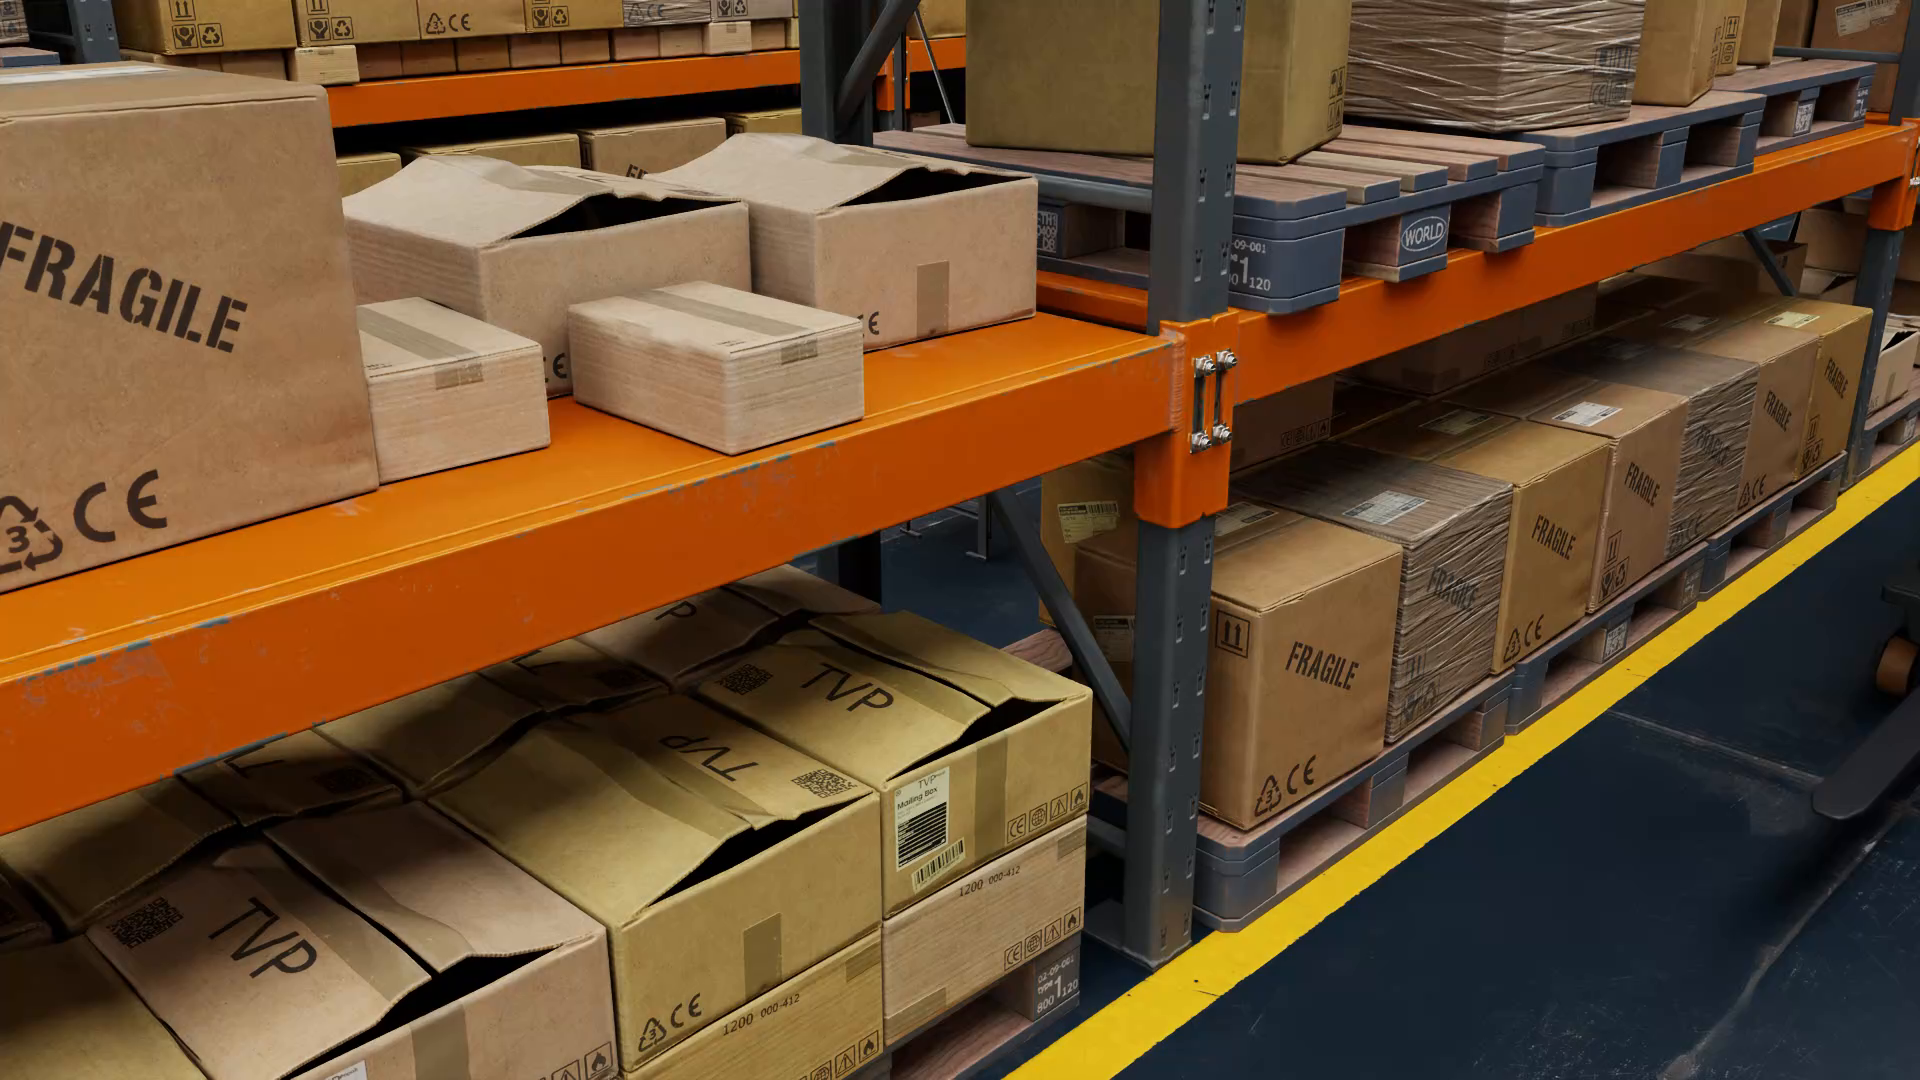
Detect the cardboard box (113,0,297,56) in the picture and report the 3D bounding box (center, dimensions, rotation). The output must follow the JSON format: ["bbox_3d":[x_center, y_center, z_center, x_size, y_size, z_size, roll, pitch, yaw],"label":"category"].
[{"bbox_3d":[-2.957,-2.170,6.458,0.500,0.500,0.500,-19,28,-40],"label":"cardboard box"}]

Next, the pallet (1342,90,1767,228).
[{"bbox_3d":[1.426,-1.087,4.490,1.003,0.211,1.213,19,28,41],"label":"pallet"}]

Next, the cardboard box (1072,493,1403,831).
[{"bbox_3d":[0.595,0.240,3.640,0.500,0.500,0.500,-19,28,-40],"label":"cardboard box"}]

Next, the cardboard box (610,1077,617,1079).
[{"bbox_3d":[-0.829,0.870,2.378,0.500,0.250,0.500,-19,28,-41],"label":"cardboard box"}]

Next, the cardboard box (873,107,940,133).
[{"bbox_3d":[-0.337,-2.454,9.773,0.380,0.149,0.250,19,28,40],"label":"cardboard box"}]

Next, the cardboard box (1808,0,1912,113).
[{"bbox_3d":[3.414,-1.814,5.973,0.500,0.500,0.500,-19,28,-41],"label":"cardboard box"}]

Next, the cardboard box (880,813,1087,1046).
[{"bbox_3d":[-0.119,0.608,3.059,0.500,0.250,0.500,-19,28,-41],"label":"cardboard box"}]

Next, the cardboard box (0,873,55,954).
[{"bbox_3d":[-1.579,0.611,2.270,0.500,0.311,0.500,19,28,40],"label":"cardboard box"}]

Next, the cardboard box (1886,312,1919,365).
[{"bbox_3d":[3.908,-0.865,6.981,0.380,0.166,0.250,19,28,41],"label":"cardboard box"}]

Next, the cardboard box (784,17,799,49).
[{"bbox_3d":[-0.880,-2.606,8.497,0.250,0.149,0.380,-20,28,-41],"label":"cardboard box"}]

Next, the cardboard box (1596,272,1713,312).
[{"bbox_3d":[2.351,-0.679,6.032,0.500,0.500,0.500,18,27,38],"label":"cardboard box"}]

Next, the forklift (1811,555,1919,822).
[{"bbox_3d":[3.082,-0.899,3.829,1.130,2.935,3.031,19,28,41],"label":"forklift"}]

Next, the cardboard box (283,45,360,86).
[{"bbox_3d":[-2.655,-1.943,6.771,0.250,0.149,0.380,-19,28,-40],"label":"cardboard box"}]

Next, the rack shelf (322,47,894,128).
[{"bbox_3d":[-2.084,-2.093,7.842,1.077,0.370,4.000,19,28,41],"label":"rack shelf"}]

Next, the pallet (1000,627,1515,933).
[{"bbox_3d":[0.621,0.443,4.127,1.003,0.211,1.213,19,28,41],"label":"pallet"}]

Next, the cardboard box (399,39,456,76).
[{"bbox_3d":[-2.393,-2.108,7.199,0.250,0.149,0.380,-19,28,-41],"label":"cardboard box"}]

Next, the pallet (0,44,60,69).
[{"bbox_3d":[-3.900,-1.615,5.864,1.213,0.211,1.003,19,28,41],"label":"pallet"}]

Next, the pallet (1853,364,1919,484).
[{"bbox_3d":[3.343,-0.579,6.786,1.003,0.211,1.213,19,28,41],"label":"pallet"}]

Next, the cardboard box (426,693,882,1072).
[{"bbox_3d":[-0.474,0.481,2.607,0.500,0.311,0.500,19,28,40],"label":"cardboard box"}]

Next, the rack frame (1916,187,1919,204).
[{"bbox_3d":[5.654,-2.732,8.502,1.000,3.000,0.127,19,28,41],"label":"rack frame"}]

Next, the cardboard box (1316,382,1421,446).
[{"bbox_3d":[0.919,-0.146,4.646,0.500,0.500,0.500,18,27,39],"label":"cardboard box"}]

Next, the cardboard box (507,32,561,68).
[{"bbox_3d":[-2.021,-2.230,7.519,0.380,0.149,0.250,19,28,41],"label":"cardboard box"}]

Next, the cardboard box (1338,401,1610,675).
[{"bbox_3d":[1.310,-0.024,4.326,0.500,0.500,0.500,19,28,40],"label":"cardboard box"}]

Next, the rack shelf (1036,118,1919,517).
[{"bbox_3d":[1.468,-0.854,4.619,1.077,0.370,4.000,19,28,41],"label":"rack shelf"}]

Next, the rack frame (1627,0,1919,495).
[{"bbox_3d":[2.864,-1.704,5.827,1.000,3.000,0.127,19,28,41],"label":"rack frame"}]

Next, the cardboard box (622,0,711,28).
[{"bbox_3d":[-1.535,-2.695,7.824,0.500,0.500,0.500,19,28,41],"label":"cardboard box"}]

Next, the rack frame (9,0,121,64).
[{"bbox_3d":[-3.479,-1.915,6.375,1.000,3.000,0.127,19,28,41],"label":"rack frame"}]

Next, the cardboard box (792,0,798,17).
[{"bbox_3d":[-0.830,-2.956,8.502,0.500,0.500,0.500,19,28,40],"label":"cardboard box"}]

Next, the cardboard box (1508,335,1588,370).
[{"bbox_3d":[1.633,-0.413,5.338,0.500,0.500,0.500,20,29,41],"label":"cardboard box"}]

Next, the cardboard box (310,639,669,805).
[{"bbox_3d":[-0.863,0.348,2.953,0.500,0.311,0.500,18,28,39],"label":"cardboard box"}]

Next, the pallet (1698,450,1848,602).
[{"bbox_3d":[2.323,-0.184,5.759,1.003,0.211,1.213,19,28,41],"label":"pallet"}]

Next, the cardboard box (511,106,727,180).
[{"bbox_3d":[-1.667,-1.707,8.245,0.750,0.750,0.750,-19,28,-40],"label":"cardboard box"}]

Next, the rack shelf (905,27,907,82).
[{"bbox_3d":[0.115,-1.663,5.062,0.431,0.518,0.480,19,28,41],"label":"rack shelf"}]

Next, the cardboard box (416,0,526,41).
[{"bbox_3d":[-2.238,-2.430,7.134,0.500,0.500,0.500,19,28,40],"label":"cardboard box"}]

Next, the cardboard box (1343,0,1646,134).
[{"bbox_3d":[1.206,-1.296,4.041,0.500,0.500,0.700,-14,25,-32],"label":"cardboard box"}]

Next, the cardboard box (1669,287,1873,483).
[{"bbox_3d":[2.725,-0.544,5.680,0.500,0.500,0.500,19,28,40],"label":"cardboard box"}]

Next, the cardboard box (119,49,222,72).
[{"bbox_3d":[-3.083,-1.833,6.486,0.380,0.149,0.250,19,28,40],"label":"cardboard box"}]

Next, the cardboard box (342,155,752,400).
[{"bbox_3d":[-0.690,-0.453,2.696,0.500,0.311,0.500,19,28,40],"label":"cardboard box"}]

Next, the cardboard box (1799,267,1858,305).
[{"bbox_3d":[3.581,-1.065,7.298,0.500,0.311,0.500,19,28,41],"label":"cardboard box"}]

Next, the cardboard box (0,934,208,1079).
[{"bbox_3d":[-1.179,0.739,1.937,0.500,0.311,0.500,-19,28,-41],"label":"cardboard box"}]

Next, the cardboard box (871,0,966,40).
[{"bbox_3d":[-0.298,-3.218,9.349,0.700,0.700,0.980,-20,28,-41],"label":"cardboard box"}]

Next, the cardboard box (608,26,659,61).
[{"bbox_3d":[-1.639,-2.362,7.860,0.380,0.149,0.250,18,28,39],"label":"cardboard box"}]

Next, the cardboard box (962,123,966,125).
[{"bbox_3d":[0.260,-2.267,10.191,0.700,0.500,0.500,19,28,40],"label":"cardboard box"}]

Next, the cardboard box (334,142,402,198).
[{"bbox_3d":[-2.872,-1.263,7.092,0.750,0.750,0.750,19,28,40],"label":"cardboard box"}]

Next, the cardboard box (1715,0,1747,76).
[{"bbox_3d":[1.938,-1.688,5.061,0.500,0.500,0.700,-15,26,-34],"label":"cardboard box"}]

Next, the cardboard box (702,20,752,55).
[{"bbox_3d":[-1.236,-2.468,8.138,0.380,0.149,0.250,19,28,41],"label":"cardboard box"}]

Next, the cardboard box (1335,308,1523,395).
[{"bbox_3d":[1.304,-0.643,4.893,0.500,0.250,0.500,19,28,40],"label":"cardboard box"}]

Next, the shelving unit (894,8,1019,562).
[{"bbox_3d":[0.115,-1.023,5.309,0.431,2.100,0.503,19,28,41],"label":"shelving unit"}]

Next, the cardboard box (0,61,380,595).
[{"bbox_3d":[-1.086,-0.287,2.001,0.500,0.500,0.500,17,27,38],"label":"cardboard box"}]

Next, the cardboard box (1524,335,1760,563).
[{"bbox_3d":[2.024,-0.290,5.020,0.500,0.500,0.500,20,29,41],"label":"cardboard box"}]
